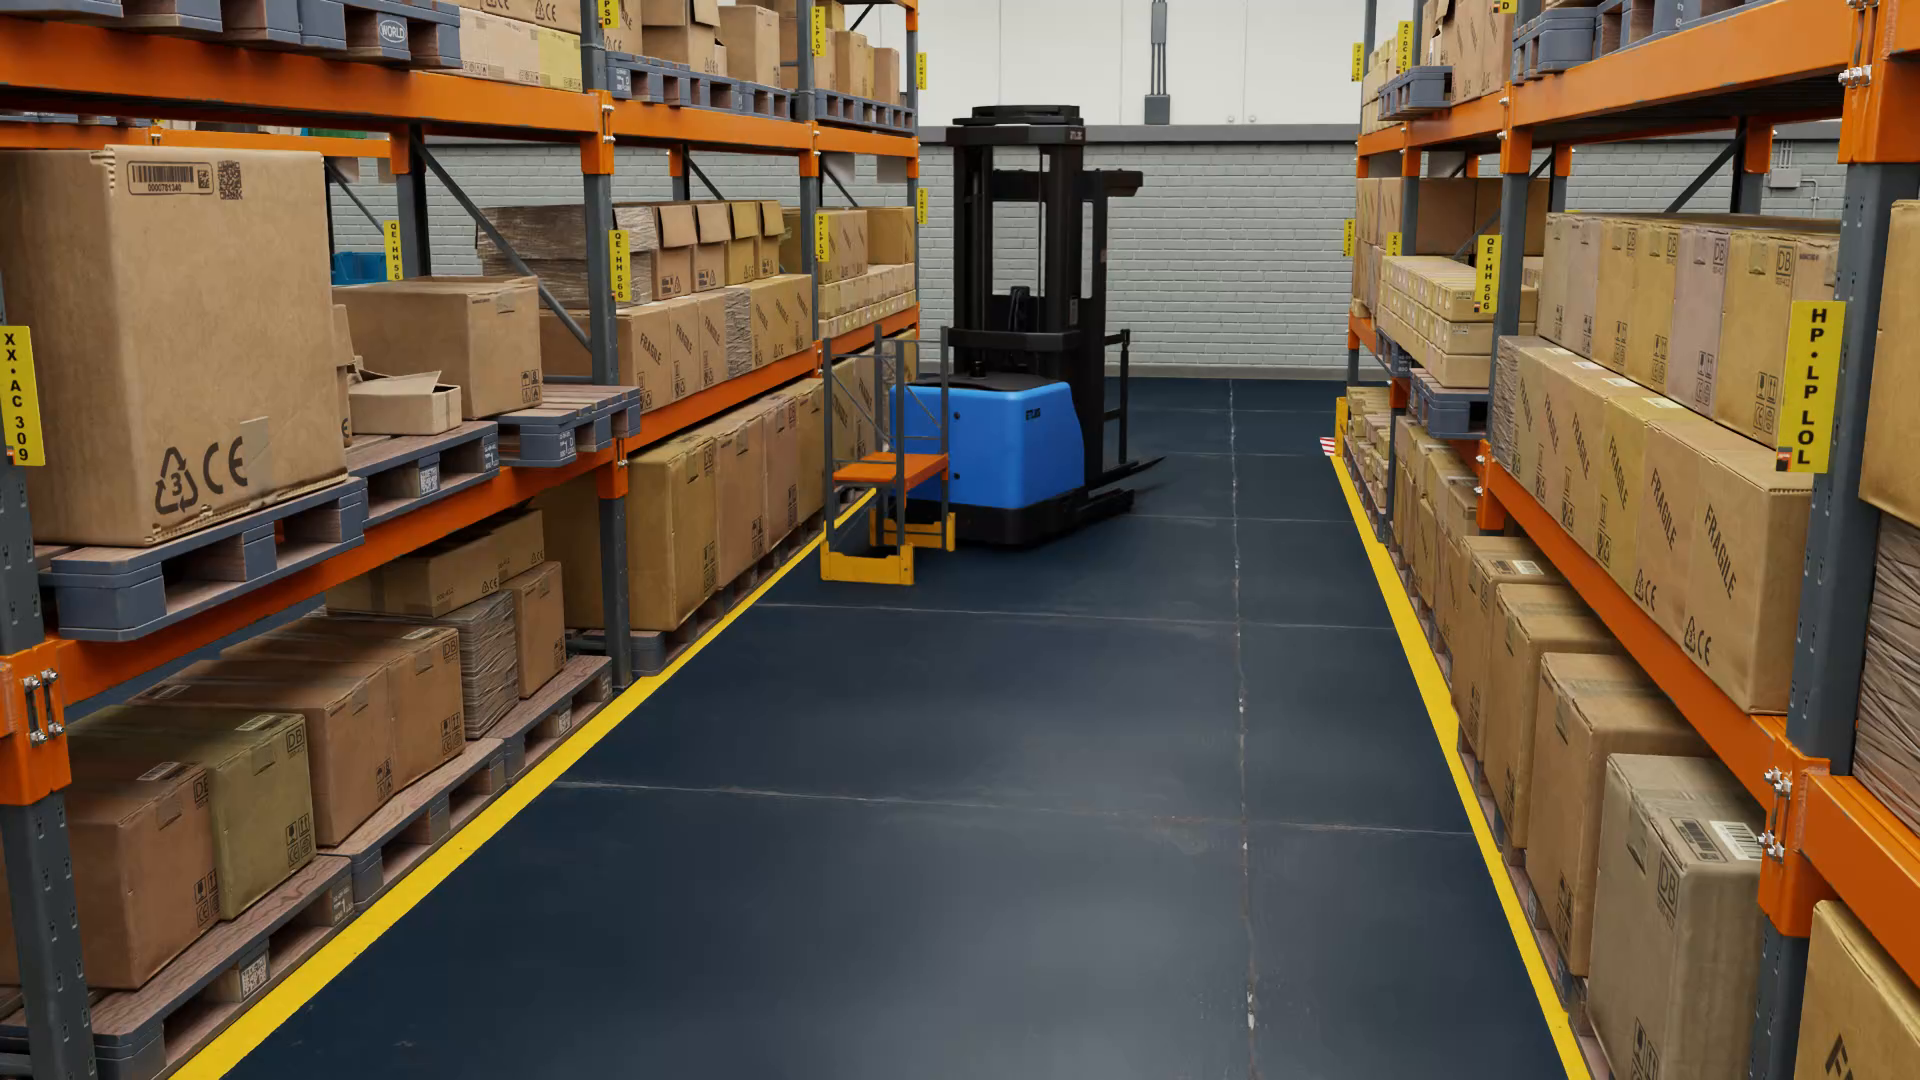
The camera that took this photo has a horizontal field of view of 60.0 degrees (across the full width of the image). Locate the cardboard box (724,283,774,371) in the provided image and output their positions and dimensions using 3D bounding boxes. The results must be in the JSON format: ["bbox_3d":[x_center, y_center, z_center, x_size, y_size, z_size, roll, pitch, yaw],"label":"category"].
[{"bbox_3d":[-1.461,-1.324,10.279,0.500,0.500,0.500,2,12,8],"label":"cardboard box"}]

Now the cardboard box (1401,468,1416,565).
[{"bbox_3d":[2.928,-0.139,9.956,0.500,0.500,0.500,2,12,11],"label":"cardboard box"}]

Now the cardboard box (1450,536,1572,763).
[{"bbox_3d":[2.585,0.440,6.676,1.050,0.750,0.750,2,12,8],"label":"cardboard box"}]

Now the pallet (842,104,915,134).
[{"bbox_3d":[-0.991,-3.694,14.604,1.003,0.211,1.213,2,12,9],"label":"pallet"}]

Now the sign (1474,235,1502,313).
[{"bbox_3d":[2.230,-1.121,7.017,0.100,0.325,0.005,2,12,9],"label":"sign"}]

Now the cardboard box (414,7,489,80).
[{"bbox_3d":[-2.091,-1.838,6.139,0.500,0.250,0.500,2,12,10],"label":"cardboard box"}]

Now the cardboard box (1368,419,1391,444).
[{"bbox_3d":[3.279,-0.814,12.507,0.380,0.149,0.250,1,12,6],"label":"cardboard box"}]

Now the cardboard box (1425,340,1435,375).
[{"bbox_3d":[2.469,-0.884,8.074,0.380,0.149,0.250,2,12,10],"label":"cardboard box"}]

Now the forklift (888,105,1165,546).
[{"bbox_3d":[0.656,-1.656,12.222,1.130,2.935,3.031,7,14,28],"label":"forklift"}]

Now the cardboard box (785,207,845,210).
[{"bbox_3d":[-1.305,-2.669,14.628,0.500,0.500,0.500,2,12,7],"label":"cardboard box"}]

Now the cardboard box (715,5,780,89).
[{"bbox_3d":[-1.582,-3.192,10.832,0.700,0.500,0.500,2,12,10],"label":"cardboard box"}]

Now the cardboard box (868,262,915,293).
[{"bbox_3d":[-0.699,-2.388,15.105,0.500,0.250,0.500,2,12,8],"label":"cardboard box"}]

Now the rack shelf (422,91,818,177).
[{"bbox_3d":[-1.810,-2.291,9.593,1.077,0.370,4.000,2,12,9],"label":"rack shelf"}]

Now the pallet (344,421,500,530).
[{"bbox_3d":[-2.381,-0.253,6.003,1.003,0.211,1.213,2,12,9],"label":"pallet"}]

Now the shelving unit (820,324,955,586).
[{"bbox_3d":[-0.449,-0.577,10.613,0.587,1.500,1.083,3,13,14],"label":"shelving unit"}]

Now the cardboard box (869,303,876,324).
[{"bbox_3d":[-0.890,-1.846,13.533,0.380,0.149,0.250,2,12,7],"label":"cardboard box"}]

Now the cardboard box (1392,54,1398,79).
[{"bbox_3d":[3.294,-3.261,11.554,0.500,0.250,0.500,1,12,6],"label":"cardboard box"}]

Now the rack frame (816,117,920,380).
[{"bbox_3d":[-0.887,-2.426,15.629,1.000,3.000,0.127,2,12,9],"label":"rack frame"}]

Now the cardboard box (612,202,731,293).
[{"bbox_3d":[-1.789,-1.727,9.767,0.797,0.503,0.637,2,12,10],"label":"cardboard box"}]

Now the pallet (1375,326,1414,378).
[{"bbox_3d":[3.122,-1.163,10.225,1.003,0.211,1.213,2,12,9],"label":"pallet"}]

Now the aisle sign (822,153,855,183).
[{"bbox_3d":[-1.172,-3.721,15.469,0.394,0.787,0.004,2,12,9],"label":"aisle sign"}]

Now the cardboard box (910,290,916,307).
[{"bbox_3d":[-0.616,-2.218,15.262,0.380,0.149,0.250,2,12,10],"label":"cardboard box"}]

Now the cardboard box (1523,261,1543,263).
[{"bbox_3d":[3.432,-1.585,9.915,0.380,0.149,0.250,1,12,7],"label":"cardboard box"}]

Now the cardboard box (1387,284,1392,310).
[{"bbox_3d":[2.791,-1.464,10.061,0.380,0.149,0.250,2,12,10],"label":"cardboard box"}]

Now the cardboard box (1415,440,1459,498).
[{"bbox_3d":[2.846,-0.399,9.381,0.500,0.250,0.500,2,12,11],"label":"cardboard box"}]

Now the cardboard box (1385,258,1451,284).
[{"bbox_3d":[2.831,-1.659,10.260,0.380,0.149,0.250,2,12,10],"label":"cardboard box"}]

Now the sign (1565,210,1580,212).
[{"bbox_3d":[3.932,-1.960,10.720,0.100,0.325,0.005,2,12,9],"label":"sign"}]

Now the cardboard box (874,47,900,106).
[{"bbox_3d":[-0.914,-4.085,14.737,0.700,0.500,0.500,1,12,5],"label":"cardboard box"}]

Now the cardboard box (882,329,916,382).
[{"bbox_3d":[-0.906,-1.456,15.178,0.875,0.875,0.875,2,12,9],"label":"cardboard box"}]

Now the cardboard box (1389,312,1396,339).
[{"bbox_3d":[2.749,-1.265,9.841,0.380,0.149,0.250,2,12,9],"label":"cardboard box"}]

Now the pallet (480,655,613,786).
[{"bbox_3d":[-2.239,0.765,7.440,1.003,0.211,1.213,2,12,9],"label":"pallet"}]

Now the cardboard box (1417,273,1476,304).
[{"bbox_3d":[2.552,-1.281,8.506,0.380,0.149,0.250,2,12,9],"label":"cardboard box"}]

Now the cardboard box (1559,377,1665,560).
[{"bbox_3d":[2.200,-0.228,5.195,0.500,0.500,0.500,2,12,8],"label":"cardboard box"}]

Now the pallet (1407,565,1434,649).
[{"bbox_3d":[3.080,0.369,9.281,1.003,0.211,1.213,2,12,9],"label":"pallet"}]

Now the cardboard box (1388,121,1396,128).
[{"bbox_3d":[3.280,-3.019,11.617,0.500,0.250,0.500,2,12,8],"label":"cardboard box"}]

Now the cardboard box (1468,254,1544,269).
[{"bbox_3d":[3.708,-1.700,11.320,0.500,0.500,0.500,2,12,8],"label":"cardboard box"}]

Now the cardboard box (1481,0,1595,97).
[{"bbox_3d":[2.605,-2.221,7.321,0.500,0.500,0.500,2,12,9],"label":"cardboard box"}]

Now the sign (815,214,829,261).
[{"bbox_3d":[-0.965,-2.105,11.579,0.100,0.325,0.005,2,12,9],"label":"sign"}]

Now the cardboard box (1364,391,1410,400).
[{"bbox_3d":[3.659,-1.187,14.239,0.380,0.149,0.250,2,12,10],"label":"cardboard box"}]

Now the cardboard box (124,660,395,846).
[{"bbox_3d":[-2.439,0.737,5.843,0.700,0.500,0.500,1,12,4],"label":"cardboard box"}]

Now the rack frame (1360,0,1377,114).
[{"bbox_3d":[3.998,-5.177,14.153,1.000,3.000,0.127,2,12,9],"label":"rack frame"}]

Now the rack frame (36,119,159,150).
[{"bbox_3d":[-6.396,-1.753,12.510,1.000,3.000,0.127,2,12,9],"label":"rack frame"}]

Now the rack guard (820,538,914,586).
[{"bbox_3d":[-0.576,0.135,10.274,0.587,0.250,0.087,3,13,14],"label":"rack guard"}]

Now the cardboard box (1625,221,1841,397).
[{"bbox_3d":[2.458,-0.704,5.032,0.700,0.500,0.500,2,12,8],"label":"cardboard box"}]

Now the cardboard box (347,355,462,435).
[{"bbox_3d":[-2.107,-0.544,6.220,0.396,0.266,0.258,2,12,7],"label":"cardboard box"}]

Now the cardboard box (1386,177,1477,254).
[{"bbox_3d":[3.188,-2.201,11.269,0.500,0.500,0.500,1,12,7],"label":"cardboard box"}]

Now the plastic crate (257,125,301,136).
[{"bbox_3d":[-5.854,-3.485,14.052,0.437,0.136,0.530,2,12,9],"label":"plastic crate"}]

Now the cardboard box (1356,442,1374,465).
[{"bbox_3d":[3.394,-0.693,13.359,0.380,0.149,0.250,1,12,6],"label":"cardboard box"}]

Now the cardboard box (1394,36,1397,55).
[{"bbox_3d":[3.313,-3.535,11.878,0.380,0.149,0.250,1,12,6],"label":"cardboard box"}]

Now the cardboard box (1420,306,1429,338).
[{"bbox_3d":[2.510,-1.087,8.309,0.380,0.149,0.250,2,12,9],"label":"cardboard box"}]

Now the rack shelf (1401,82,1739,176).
[{"bbox_3d":[3.076,-2.110,8.750,1.077,0.370,4.000,2,12,9],"label":"rack shelf"}]

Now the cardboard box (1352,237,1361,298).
[{"bbox_3d":[3.656,-2.354,14.351,0.500,0.500,0.500,2,12,11],"label":"cardboard box"}]
